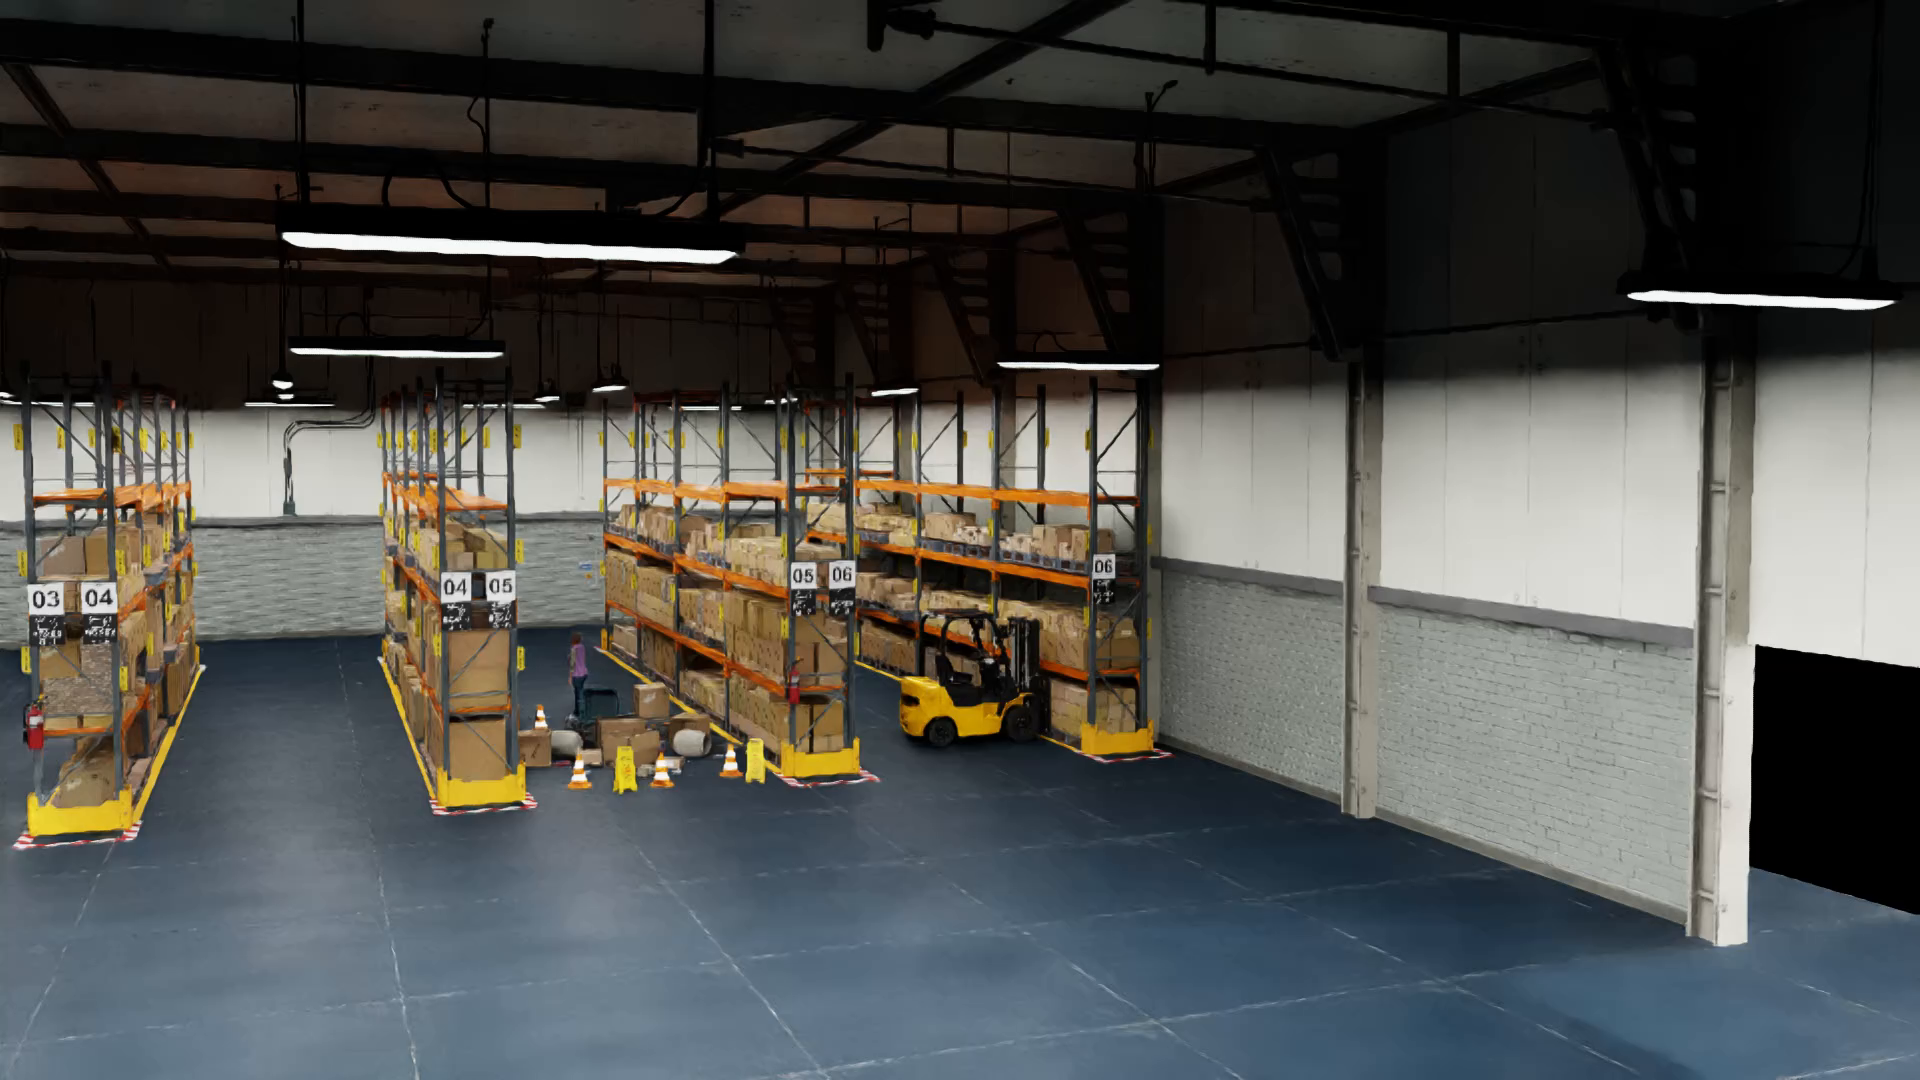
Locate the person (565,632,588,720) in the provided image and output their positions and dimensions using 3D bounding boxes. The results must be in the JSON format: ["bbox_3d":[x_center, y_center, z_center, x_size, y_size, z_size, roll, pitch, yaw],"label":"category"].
[{"bbox_3d":[-6.790,2.421,29.444,0.527,1.592,0.522,1,3,9],"label":"person"}]
